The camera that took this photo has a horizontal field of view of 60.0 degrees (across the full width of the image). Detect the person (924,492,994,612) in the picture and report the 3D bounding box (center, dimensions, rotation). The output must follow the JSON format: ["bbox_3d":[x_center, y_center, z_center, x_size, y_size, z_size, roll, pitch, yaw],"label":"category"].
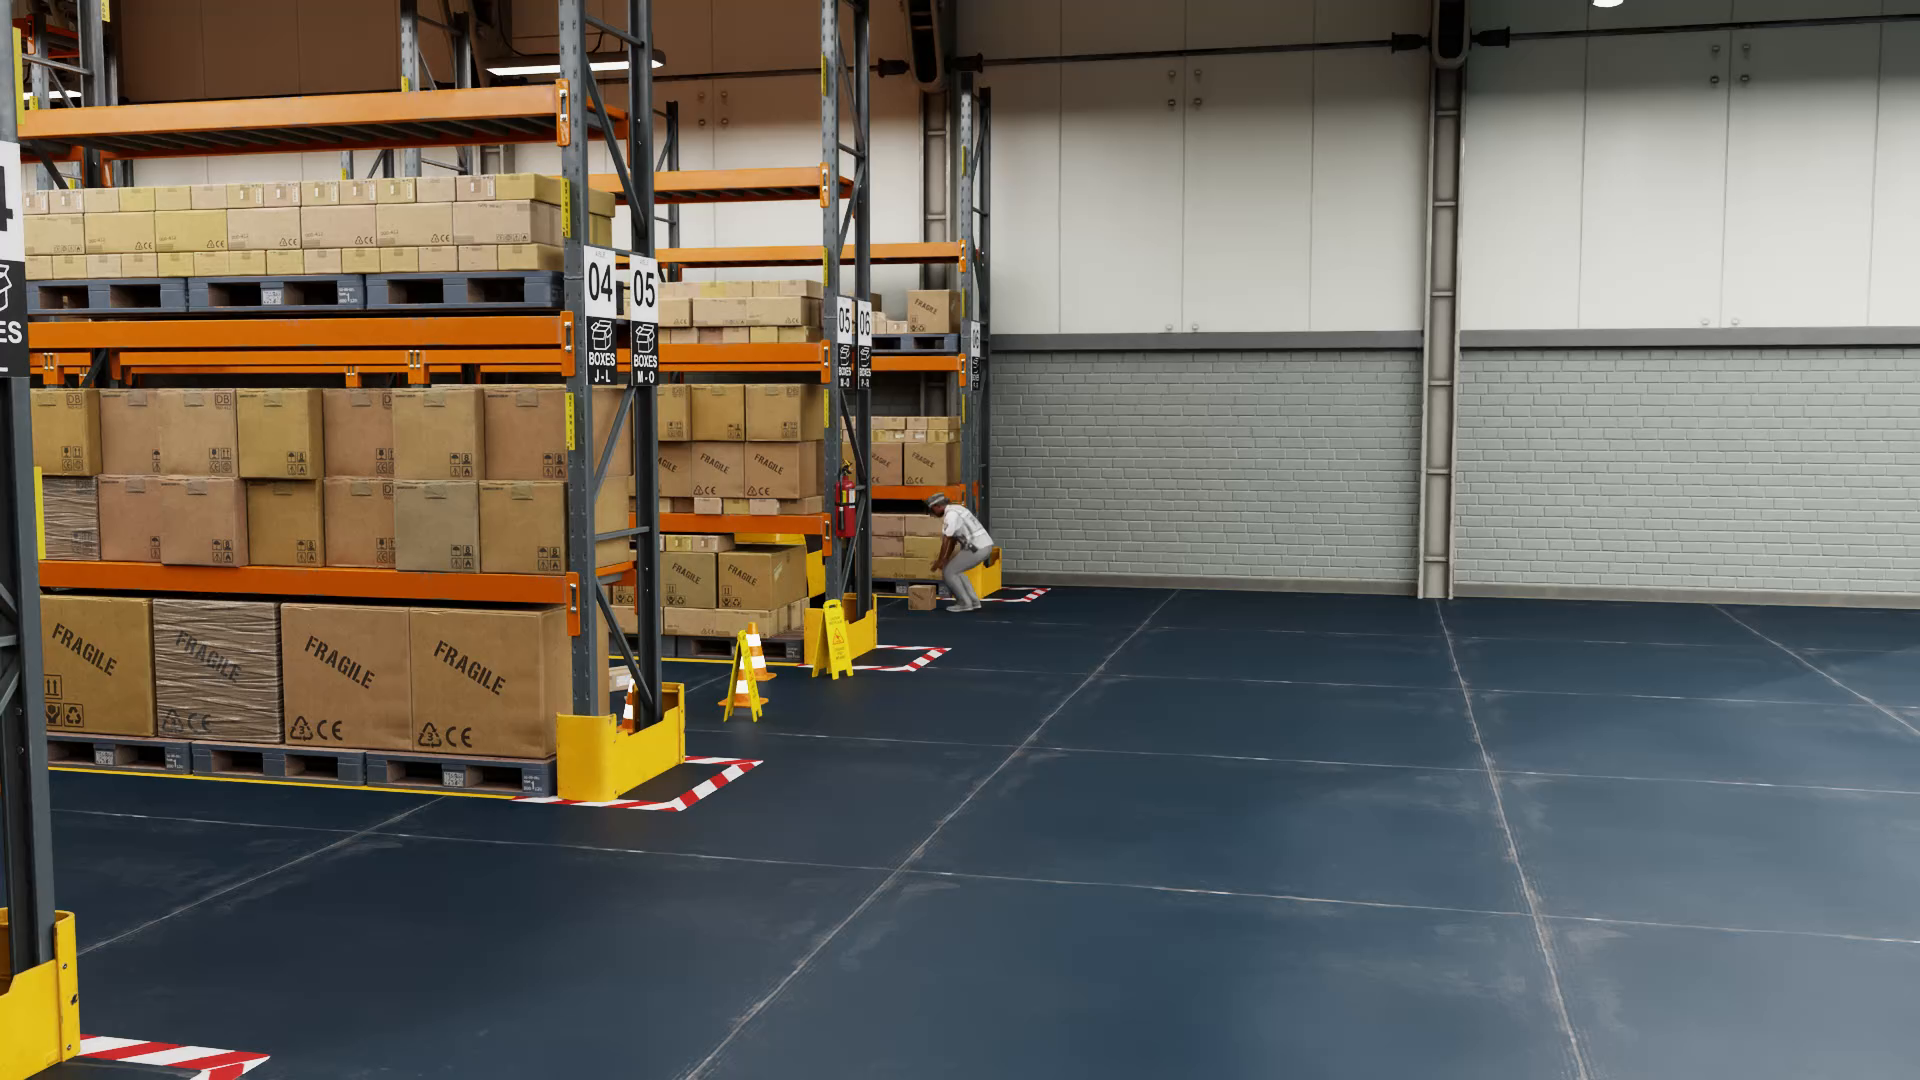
[{"bbox_3d":[-0.023,0.133,18.197,0.755,1.294,0.496,1,5,14],"label":"person"}]
